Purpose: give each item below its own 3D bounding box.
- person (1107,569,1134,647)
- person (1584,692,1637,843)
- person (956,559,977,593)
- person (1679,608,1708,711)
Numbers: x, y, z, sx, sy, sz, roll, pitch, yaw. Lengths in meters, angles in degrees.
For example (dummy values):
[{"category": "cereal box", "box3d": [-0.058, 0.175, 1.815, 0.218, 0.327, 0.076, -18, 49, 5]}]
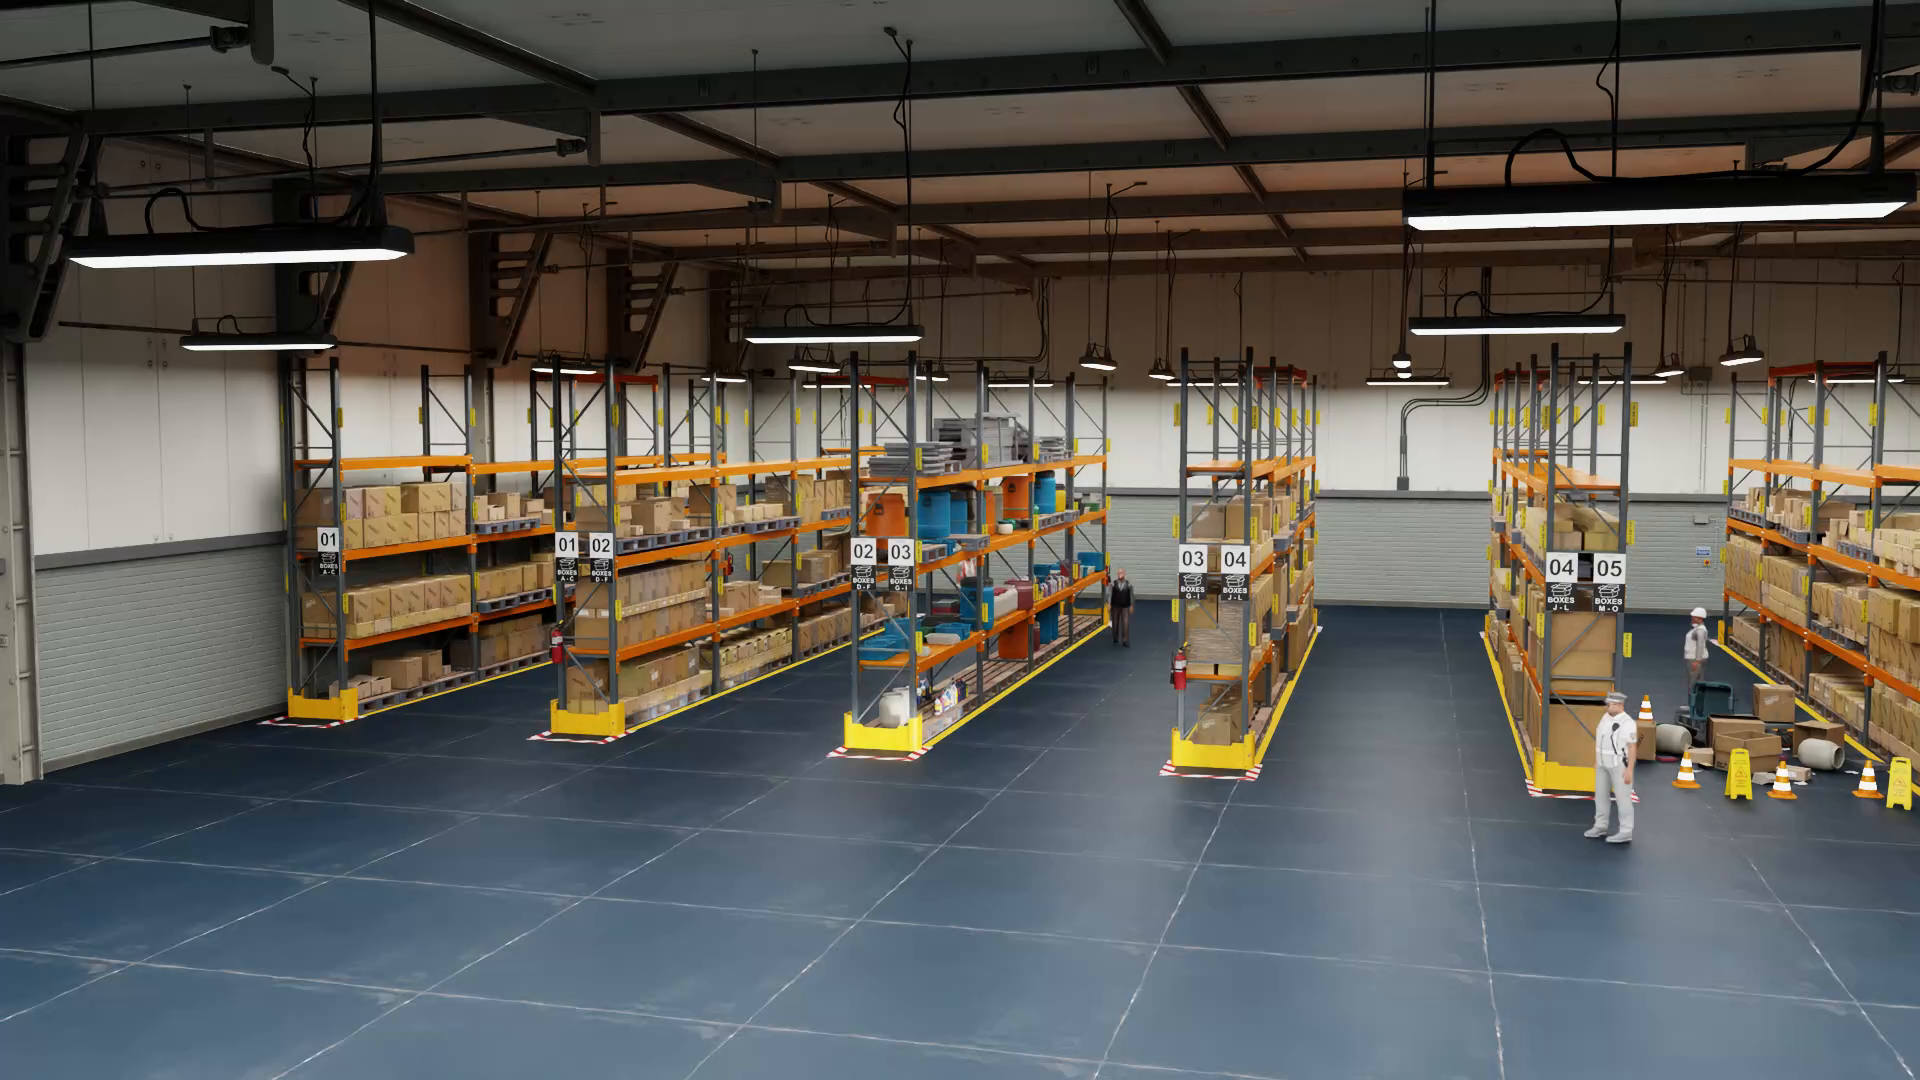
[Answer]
[{"category": "person", "box3d": [3.525, 1.480, 36.480, 0.614, 1.686, 0.942, 0, 4, -3]}, {"category": "person", "box3d": [7.726, 2.669, 19.709, 0.464, 1.755, 0.596, -2, 5, -25]}, {"category": "person", "box3d": [0.227, 1.121, 40.740, 0.566, 1.795, 0.587, -3, 5, -35]}, {"category": "person", "box3d": [12.576, 2.039, 28.392, 0.566, 1.776, 0.416, -4, 6, -45]}]
